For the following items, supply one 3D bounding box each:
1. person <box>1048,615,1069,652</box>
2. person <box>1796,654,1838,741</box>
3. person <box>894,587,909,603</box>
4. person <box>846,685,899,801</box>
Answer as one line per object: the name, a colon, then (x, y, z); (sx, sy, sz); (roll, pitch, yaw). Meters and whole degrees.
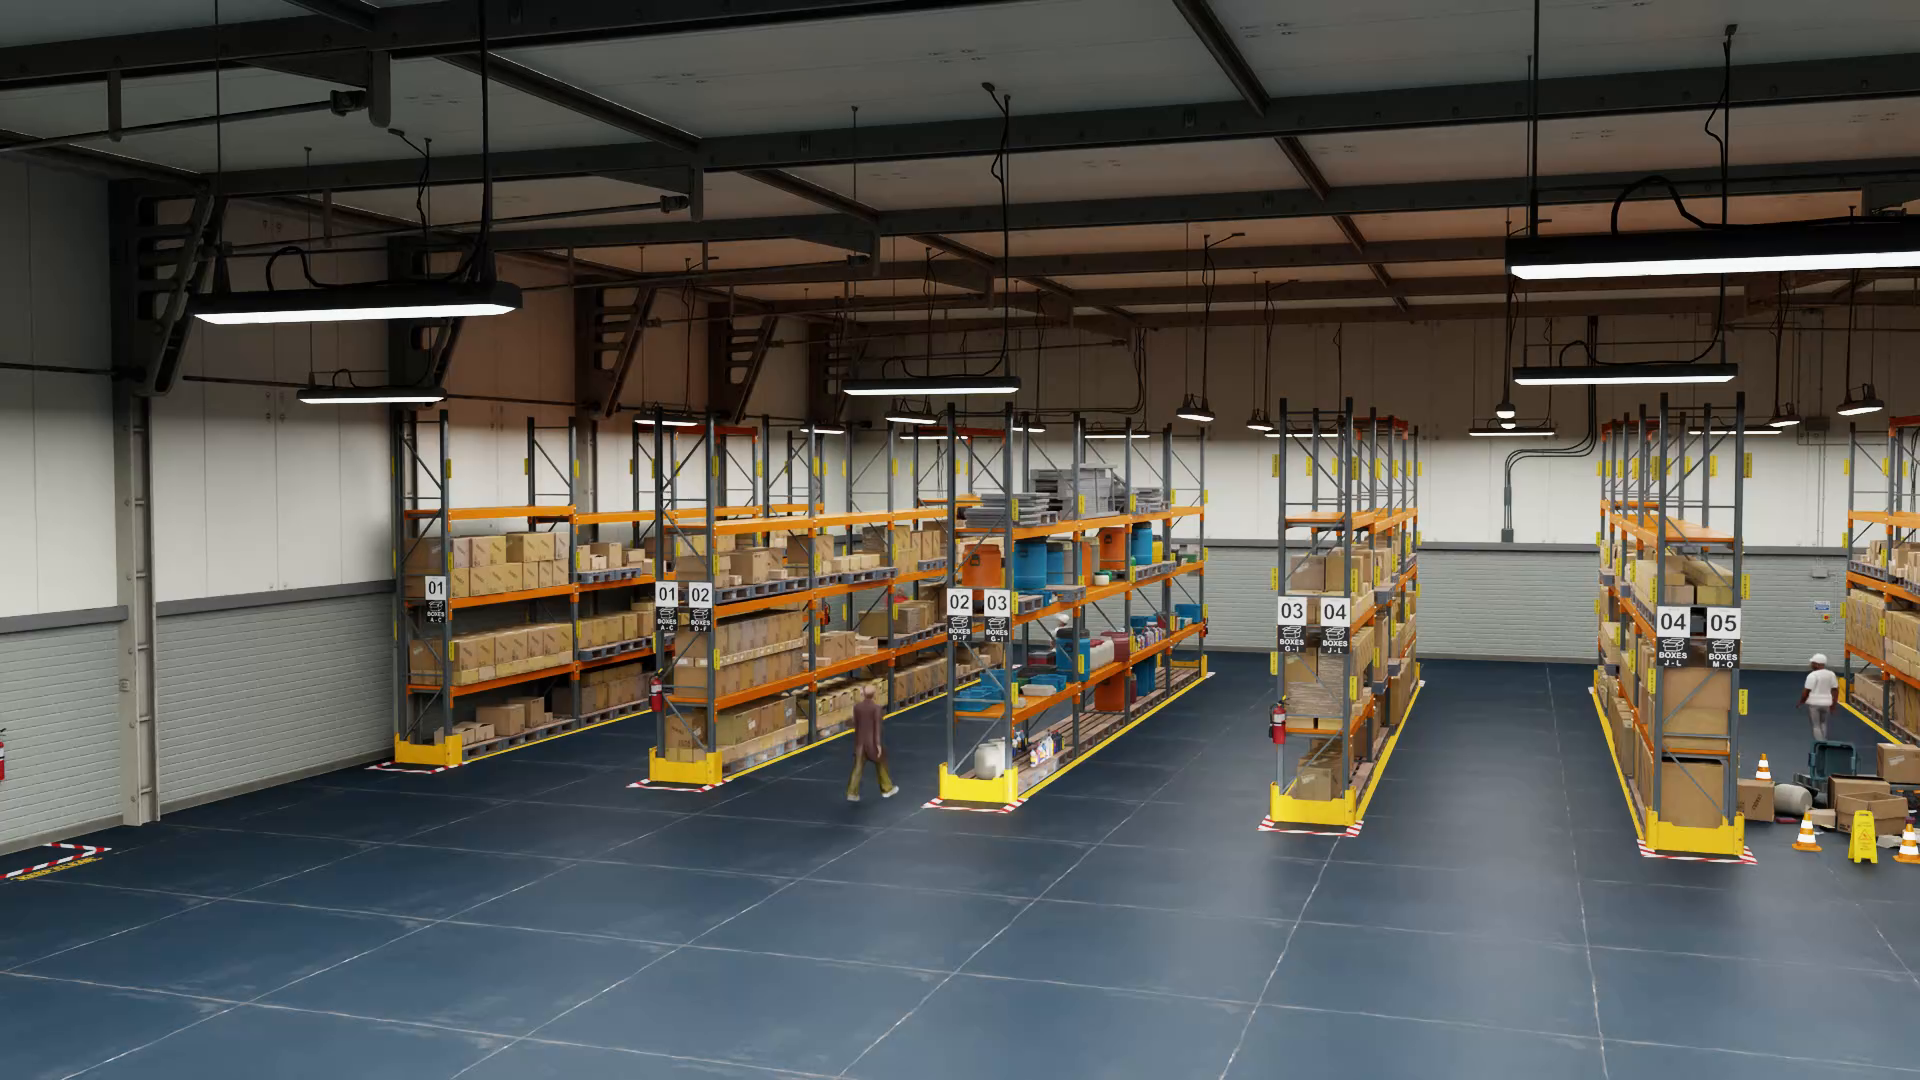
person: (2.144, 2.536, 37.229); (0.581, 1.759, 0.683); (-2, 3, -35)
person: (14.918, 2.879, 28.911); (0.644, 1.799, 0.692); (0, 2, 8)
person: (-1.661, 2.161, 46.379); (0.610, 1.690, 0.748); (-2, 3, -35)
person: (-1.314, 3.040, 25.055); (0.632, 1.732, 1.079); (2, 3, 34)
